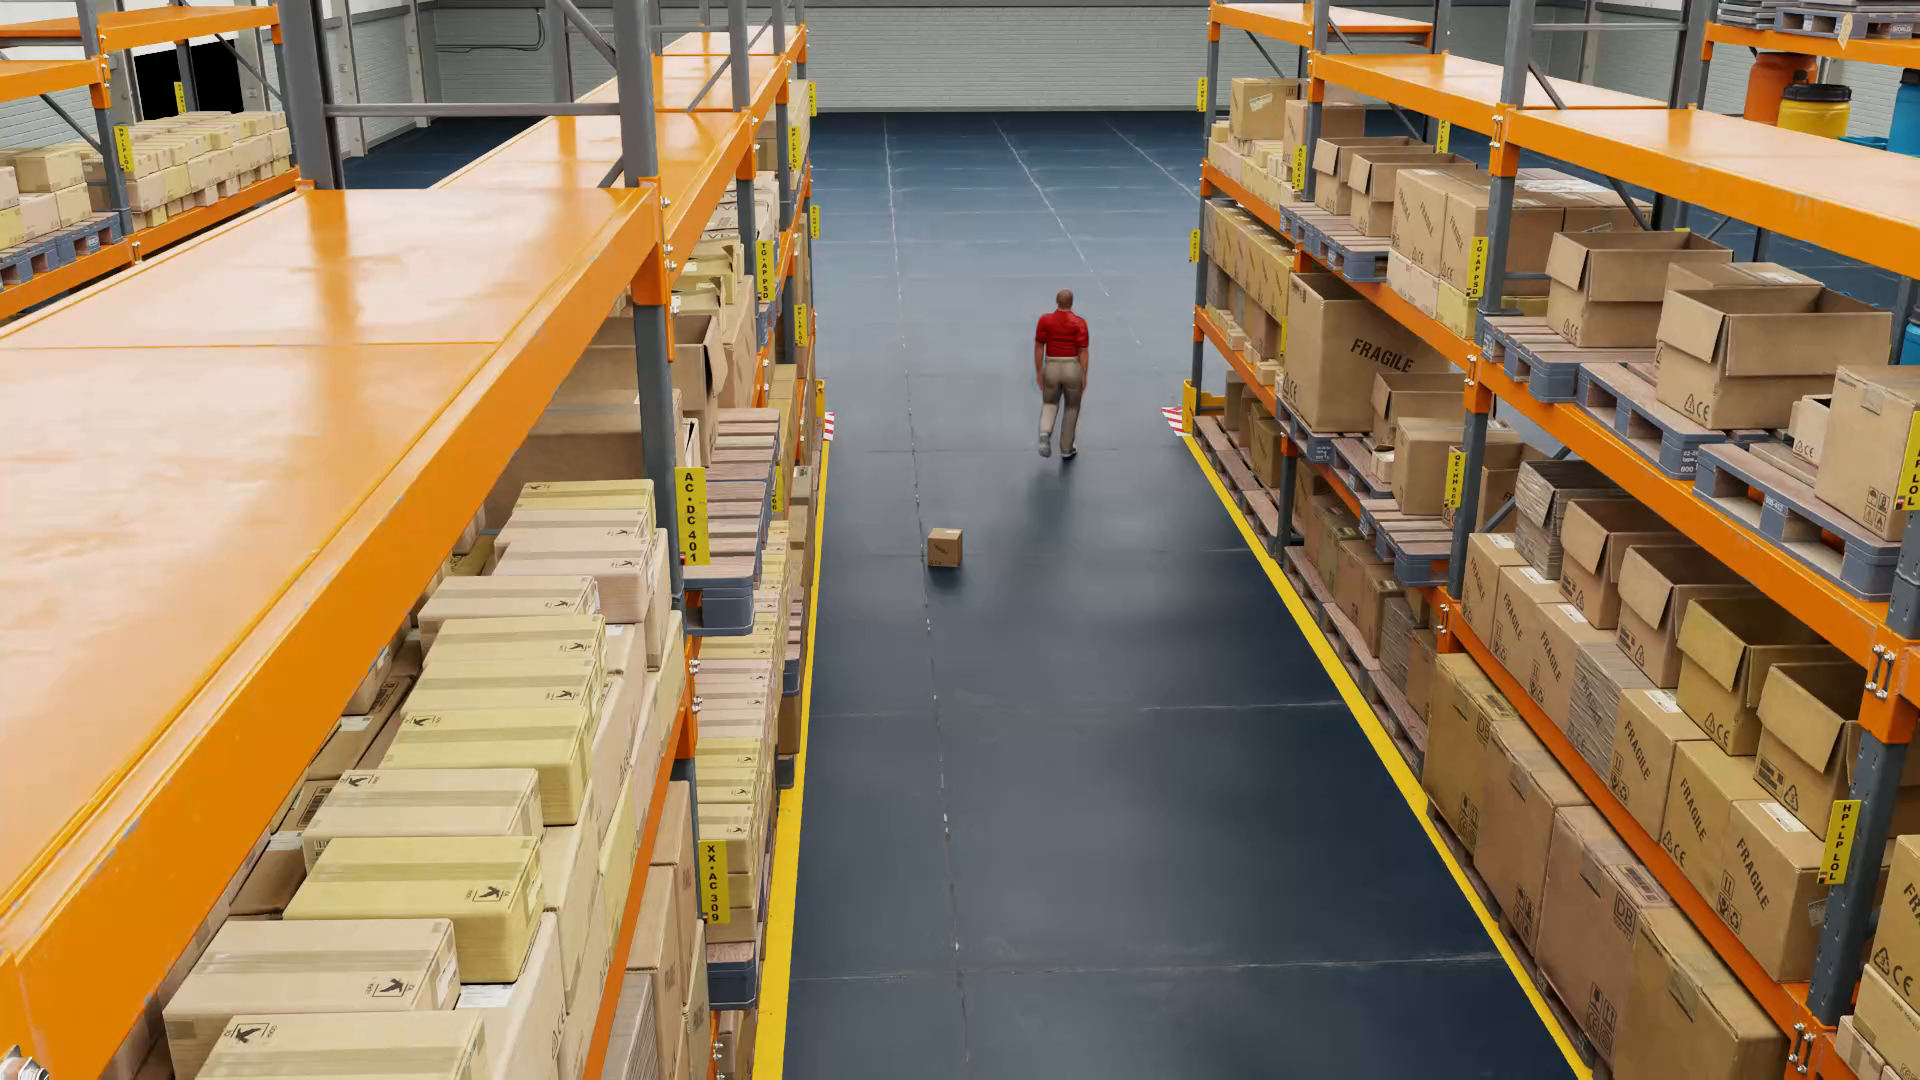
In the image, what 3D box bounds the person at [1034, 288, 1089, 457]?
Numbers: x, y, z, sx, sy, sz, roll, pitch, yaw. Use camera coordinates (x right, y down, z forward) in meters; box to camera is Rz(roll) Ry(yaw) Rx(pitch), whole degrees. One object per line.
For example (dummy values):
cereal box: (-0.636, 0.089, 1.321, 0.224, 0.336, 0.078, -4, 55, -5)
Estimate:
person: (0.991, -1.627, 16.325, 0.535, 1.705, 0.633, 6, 21, 16)
